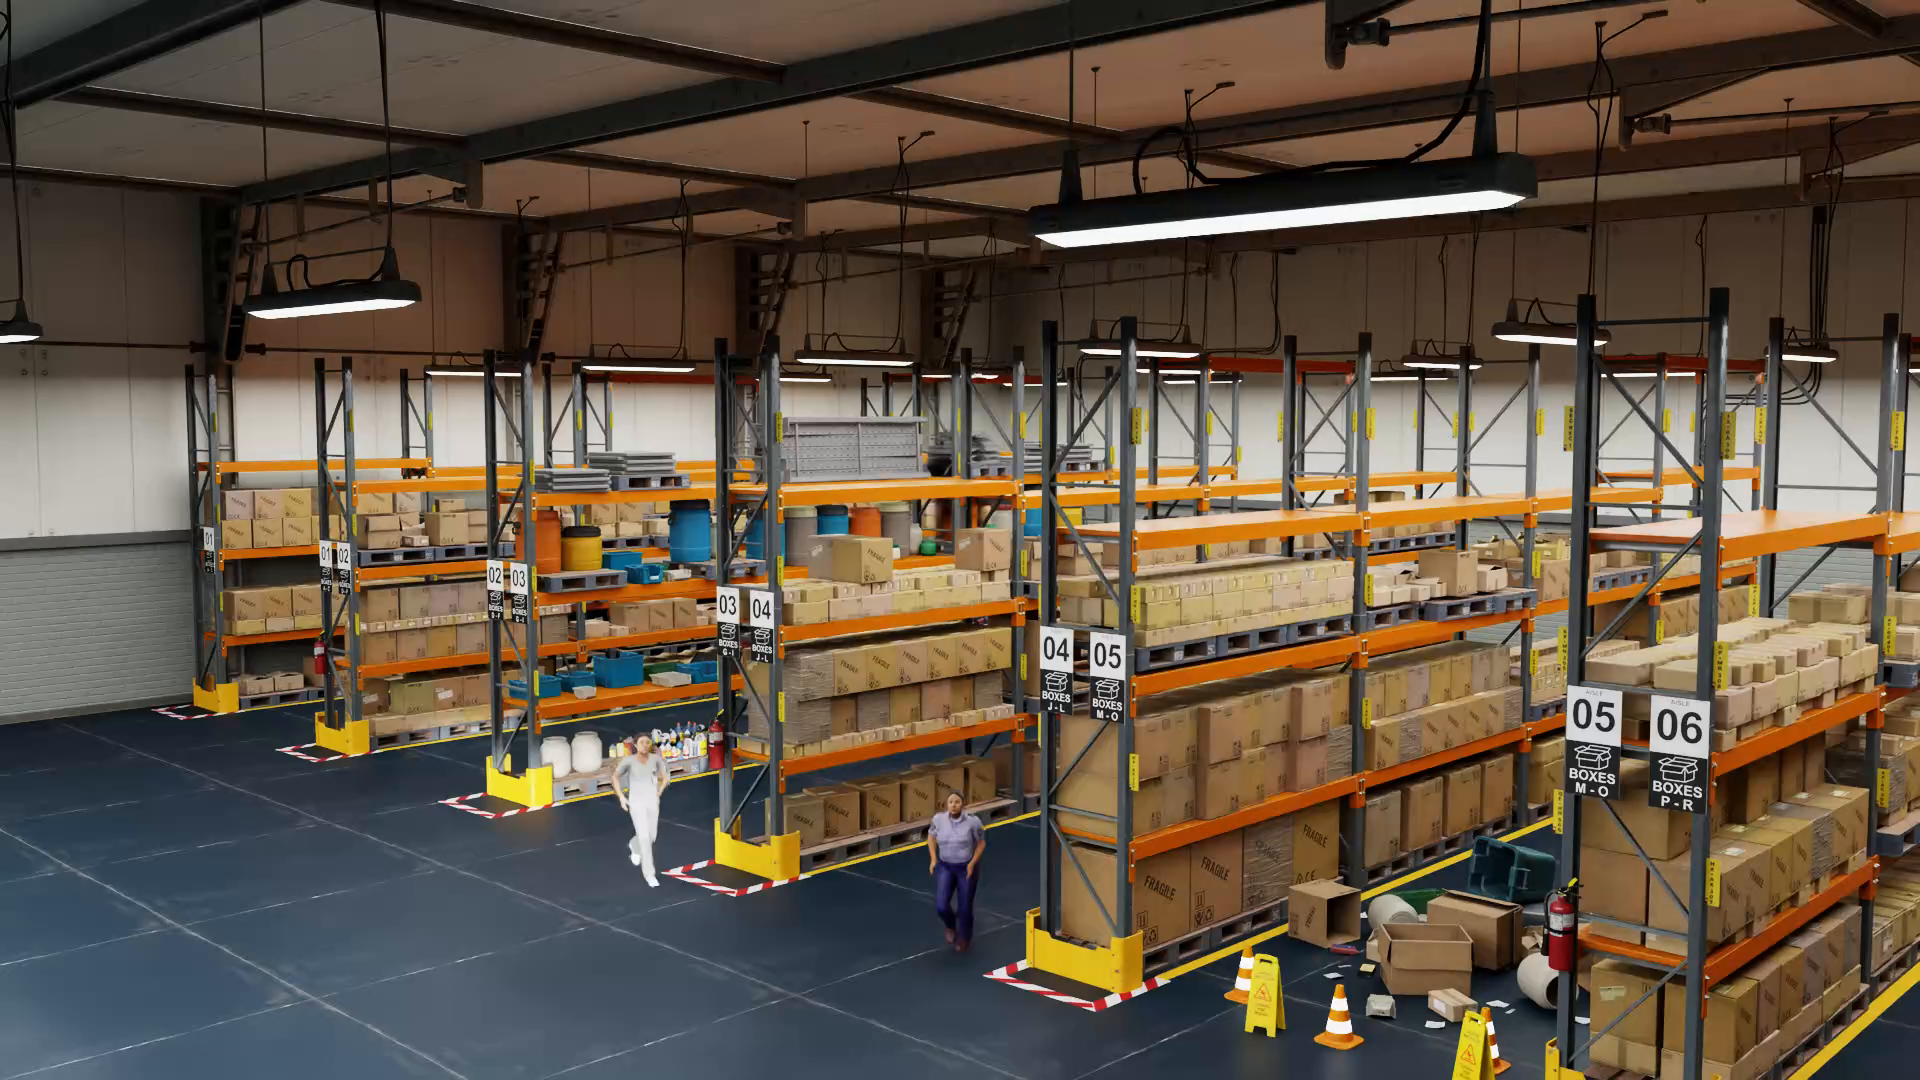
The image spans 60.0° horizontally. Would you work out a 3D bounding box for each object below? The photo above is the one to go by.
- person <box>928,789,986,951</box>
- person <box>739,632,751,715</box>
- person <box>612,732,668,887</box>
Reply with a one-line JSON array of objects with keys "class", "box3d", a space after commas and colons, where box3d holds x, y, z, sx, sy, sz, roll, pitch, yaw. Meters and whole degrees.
[{"class": "person", "box3d": [-0.040, 3.157, 15.906, 0.574, 1.595, 0.573, 1, 4, 9]}, {"class": "person", "box3d": [-3.569, 2.123, 28.520, 0.637, 1.746, 0.578, 3, 6, 38]}, {"class": "person", "box3d": [-3.510, 2.934, 18.398, 0.606, 1.656, 0.854, -3, 5, -30]}]
